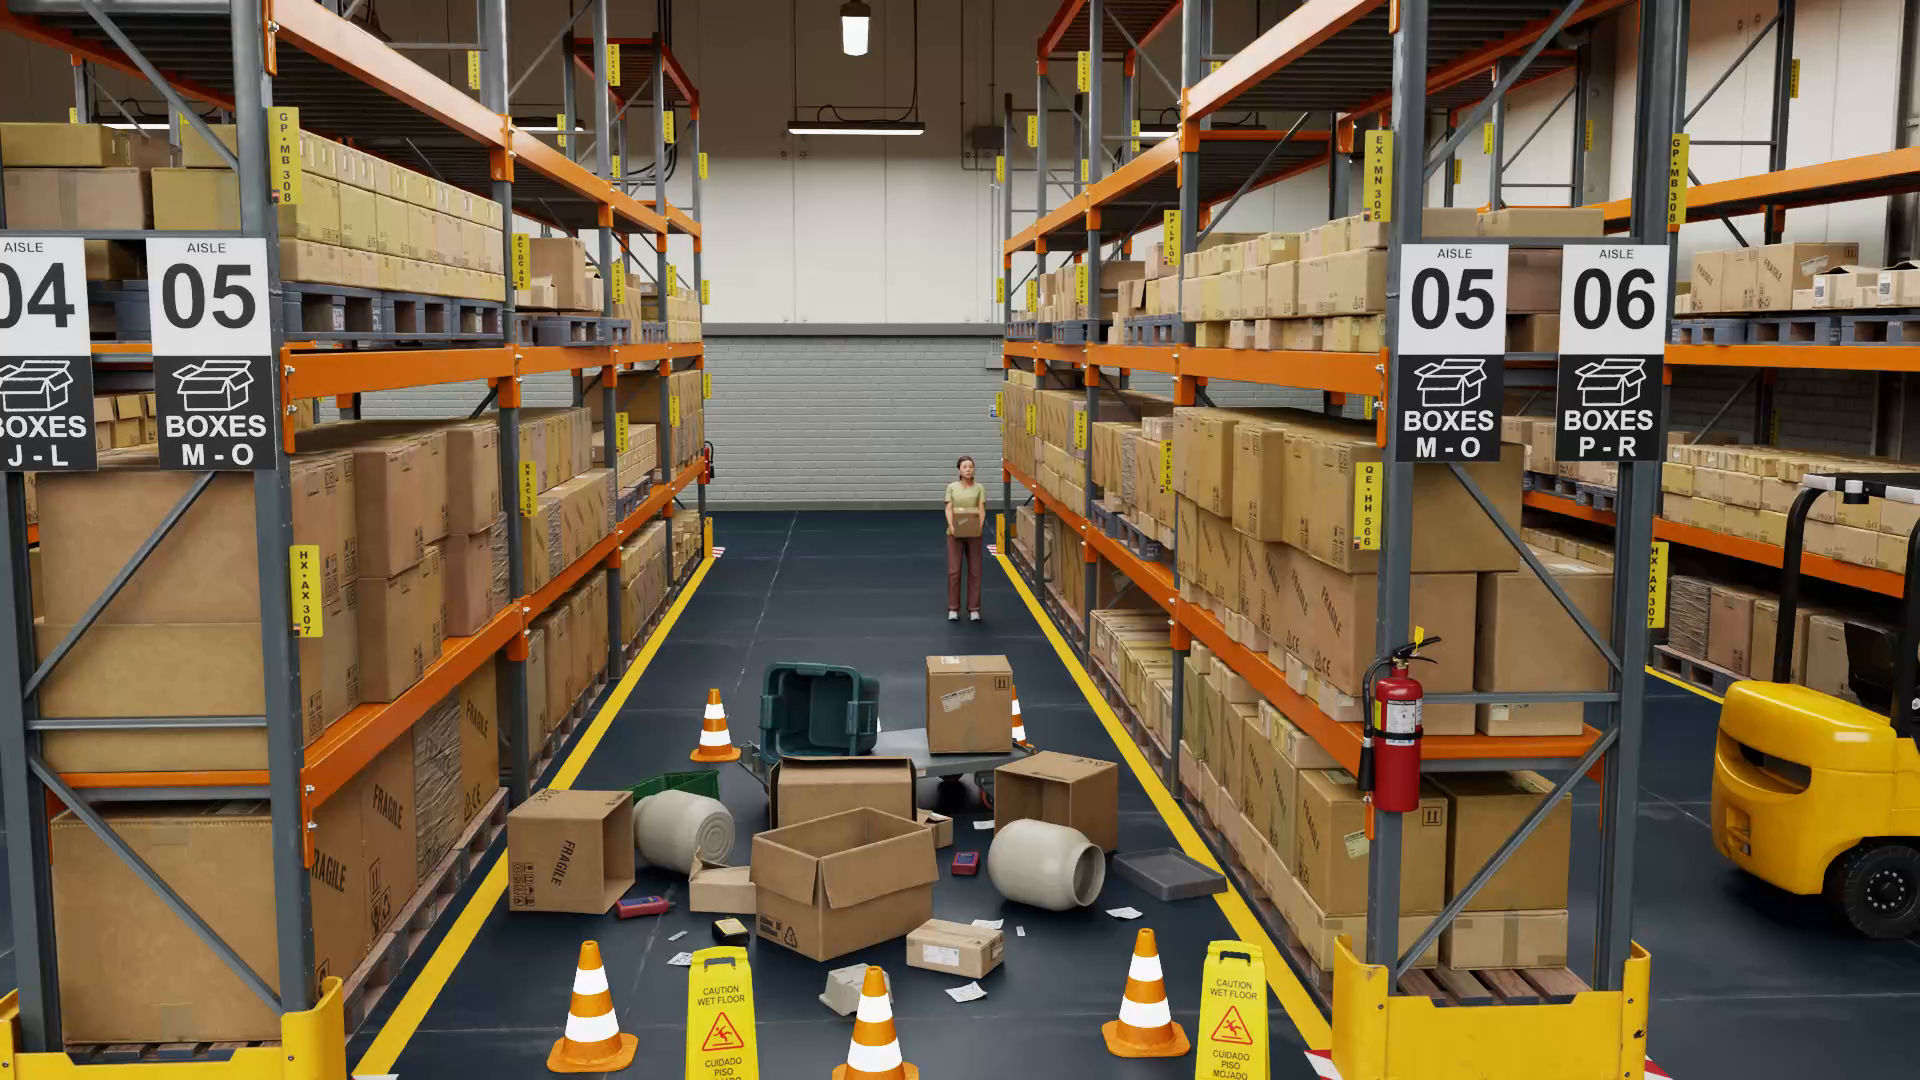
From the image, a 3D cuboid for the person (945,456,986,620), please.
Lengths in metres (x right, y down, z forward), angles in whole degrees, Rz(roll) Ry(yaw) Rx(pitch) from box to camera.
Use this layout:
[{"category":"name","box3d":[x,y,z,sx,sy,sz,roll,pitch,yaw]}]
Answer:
[{"category":"person","box3d":[0.059,-0.017,16.947,0.426,1.662,0.554,0,7,-3]}]
